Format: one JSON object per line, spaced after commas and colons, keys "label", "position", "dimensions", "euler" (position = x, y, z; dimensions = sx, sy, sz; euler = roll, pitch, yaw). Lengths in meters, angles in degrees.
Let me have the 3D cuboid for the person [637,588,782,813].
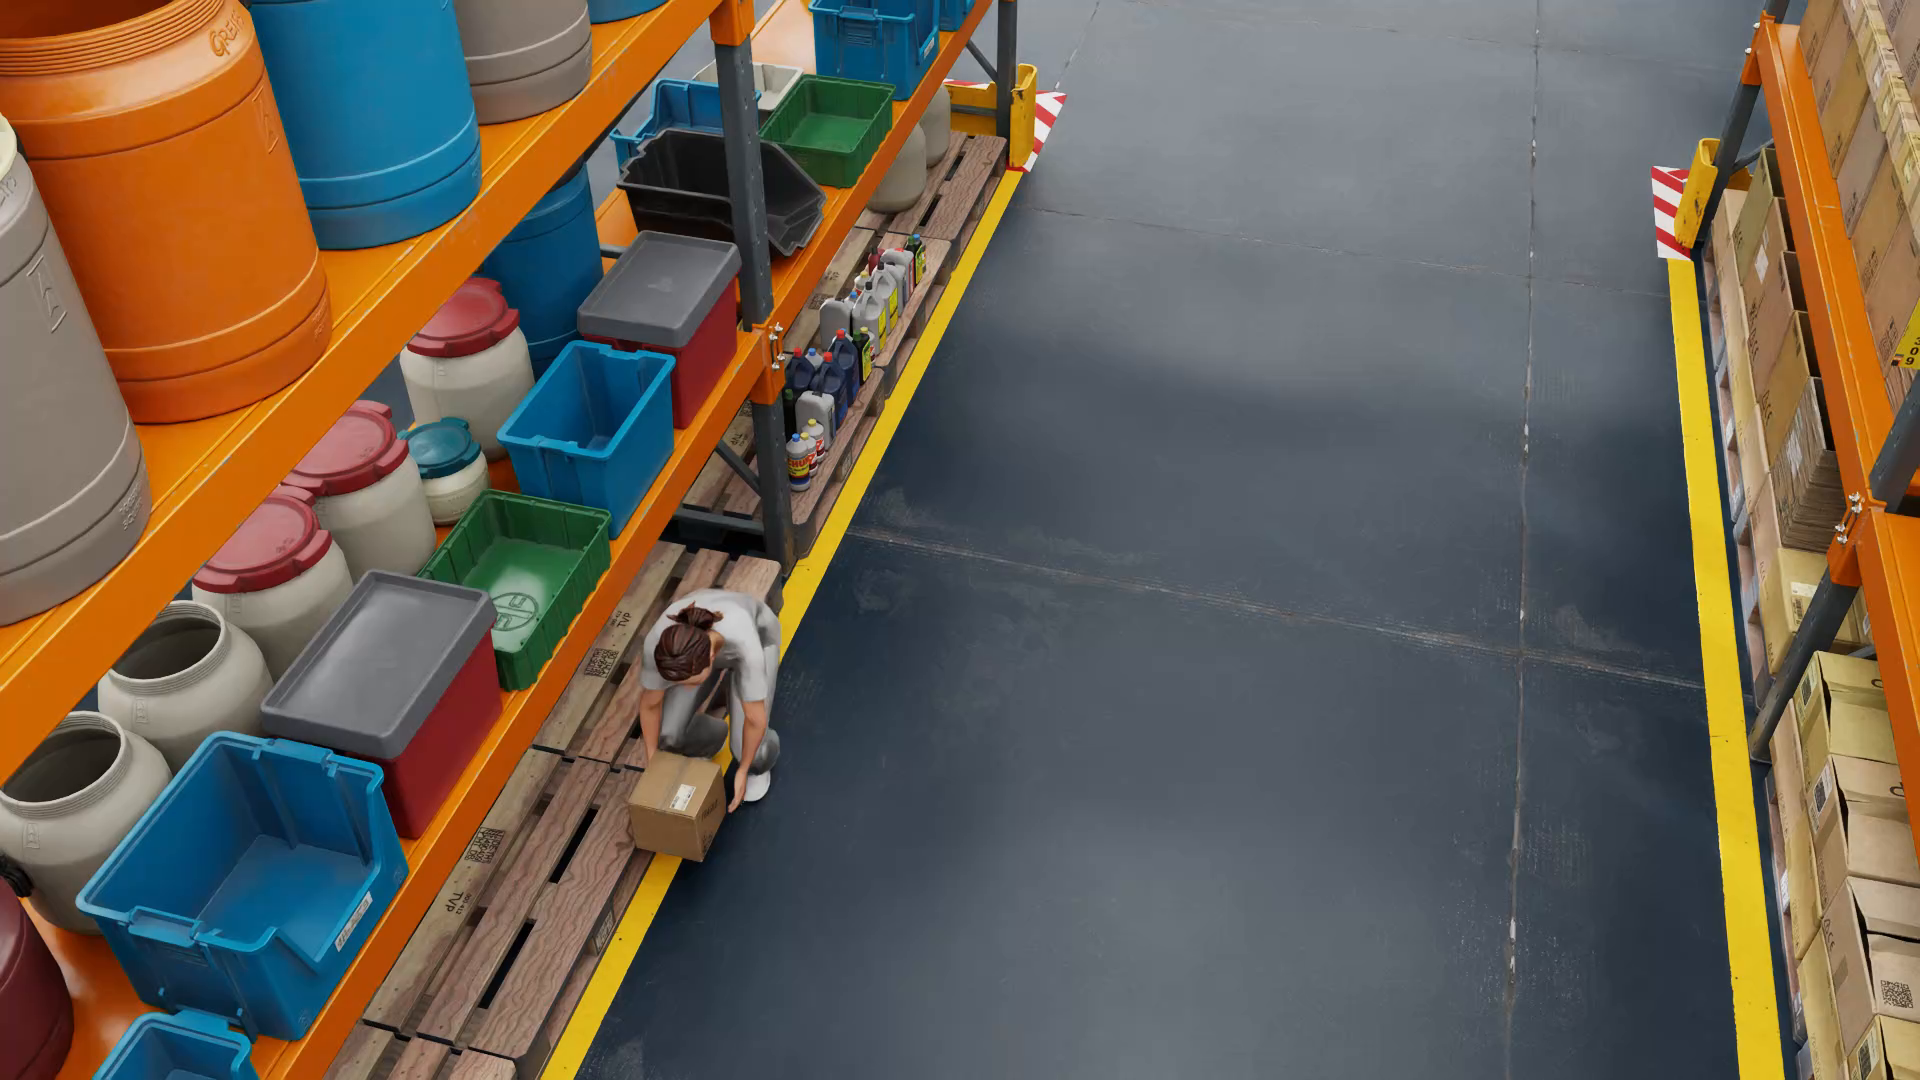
{"label": "person", "position": [-0.868, 0.533, 5.995], "dimensions": [0.495, 1.092, 0.753], "euler": [10, 42, 11]}
